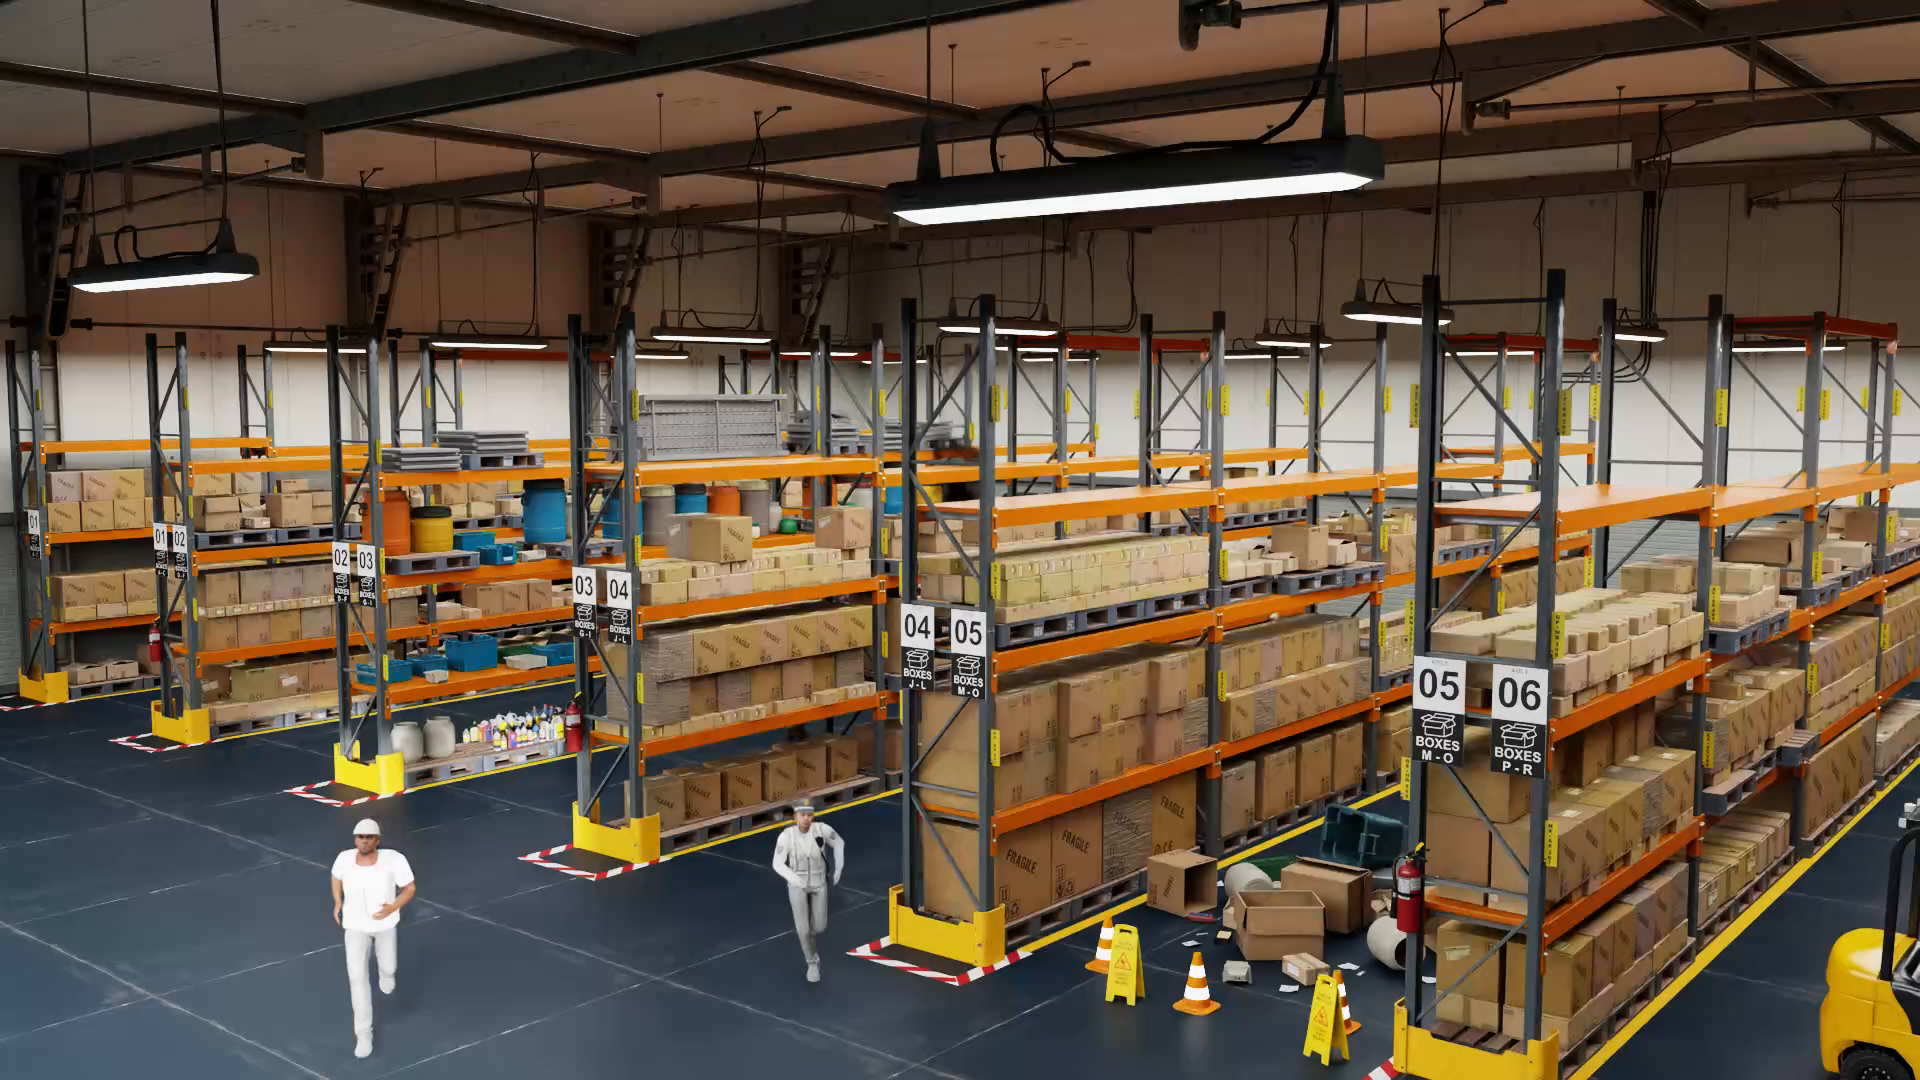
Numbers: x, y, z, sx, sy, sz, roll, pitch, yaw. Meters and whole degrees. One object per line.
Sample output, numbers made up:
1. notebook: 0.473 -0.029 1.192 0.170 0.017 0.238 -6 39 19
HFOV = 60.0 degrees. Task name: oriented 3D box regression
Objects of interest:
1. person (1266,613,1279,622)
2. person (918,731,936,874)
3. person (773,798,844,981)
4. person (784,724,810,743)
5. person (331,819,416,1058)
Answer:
1. person: 4.991 1.979 26.545 0.605 1.602 0.559 4 6 34
2. person: -0.267 2.806 17.939 0.600 1.543 0.802 4 6 37
3. person: -1.324 3.050 14.642 0.652 1.649 0.638 -1 5 -13
4. person: -2.286 2.242 22.902 0.610 1.750 0.889 4 7 39
5. person: -4.715 3.102 13.383 0.666 1.775 1.141 -1 5 -15
